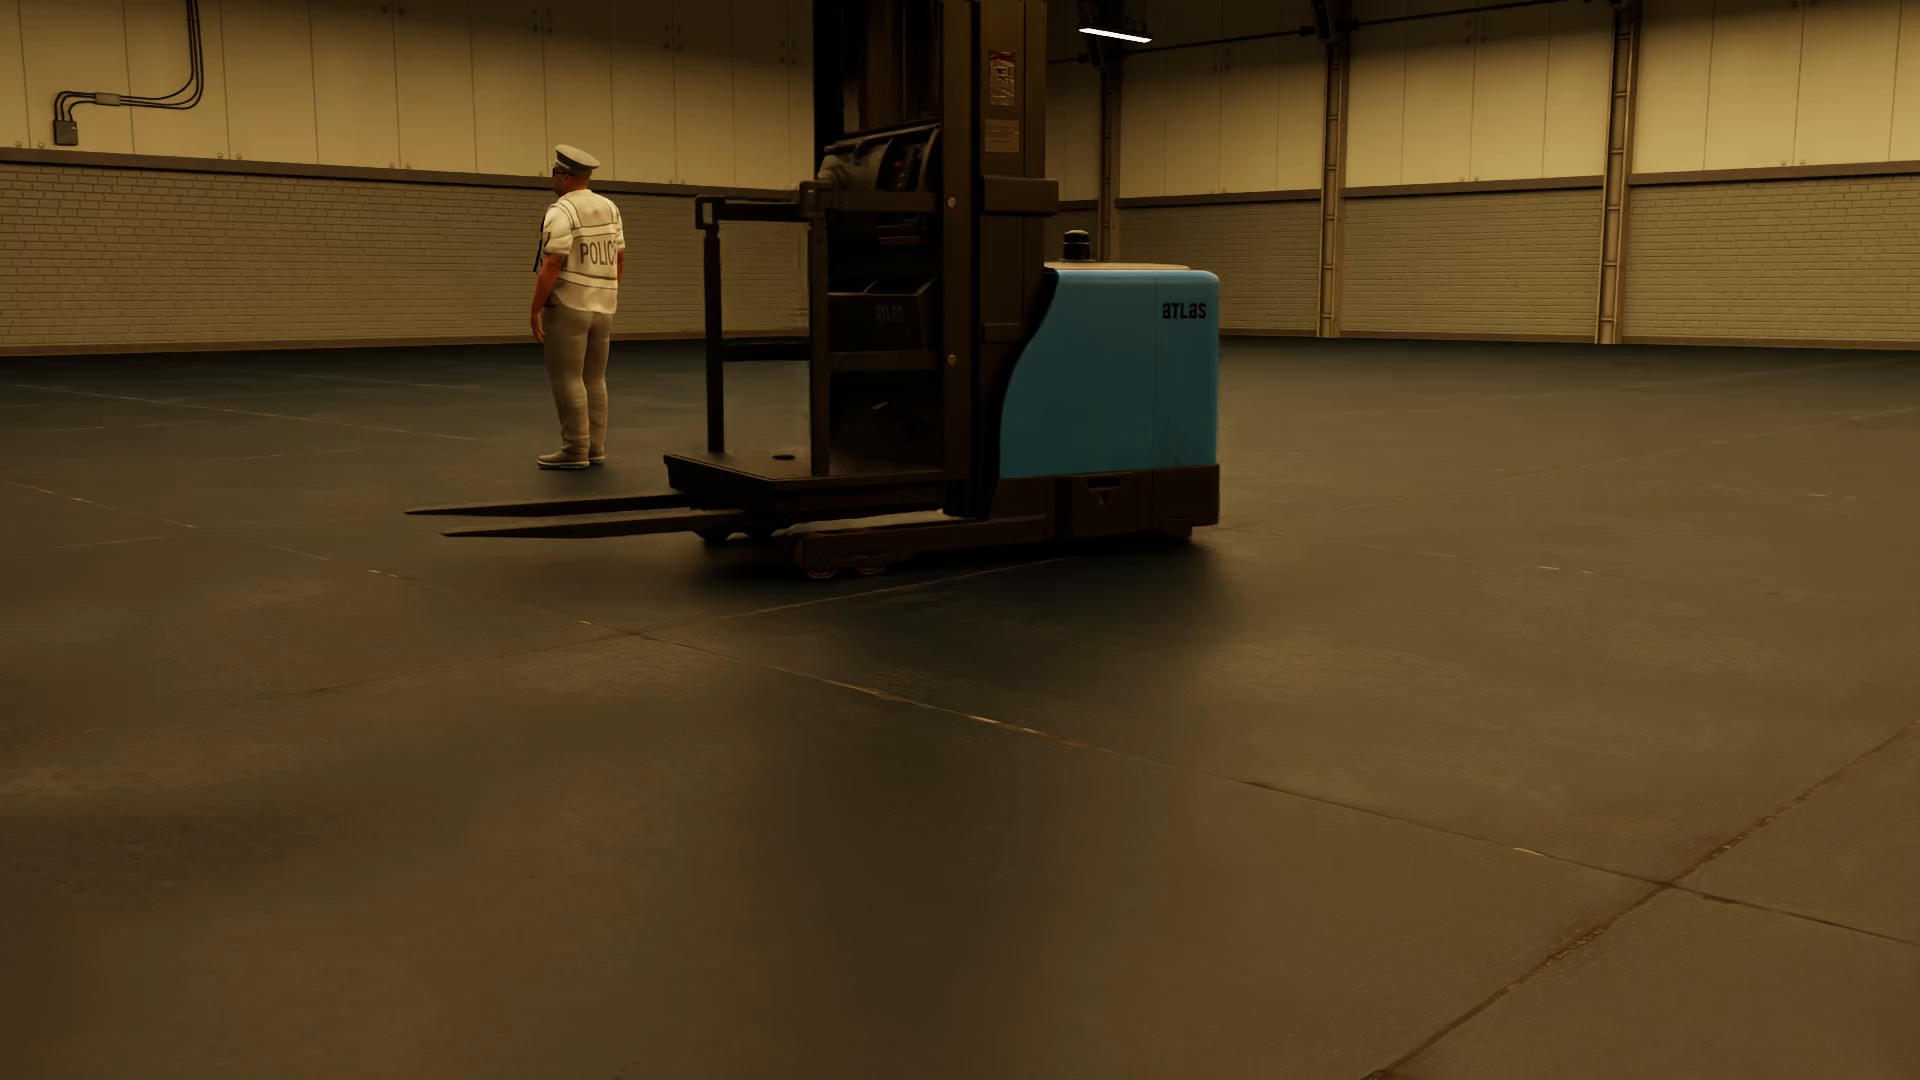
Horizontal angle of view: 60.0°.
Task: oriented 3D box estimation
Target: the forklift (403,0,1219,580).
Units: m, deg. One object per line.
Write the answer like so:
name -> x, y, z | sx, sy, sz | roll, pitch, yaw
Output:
forklift -> -0.499, -1.400, 6.172 | 3.031, 2.935, 1.130 | -5, 10, -29

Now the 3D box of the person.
person -> -2.202, -1.298, 9.304 | 0.575, 1.781, 0.639 | 5, 10, 29
